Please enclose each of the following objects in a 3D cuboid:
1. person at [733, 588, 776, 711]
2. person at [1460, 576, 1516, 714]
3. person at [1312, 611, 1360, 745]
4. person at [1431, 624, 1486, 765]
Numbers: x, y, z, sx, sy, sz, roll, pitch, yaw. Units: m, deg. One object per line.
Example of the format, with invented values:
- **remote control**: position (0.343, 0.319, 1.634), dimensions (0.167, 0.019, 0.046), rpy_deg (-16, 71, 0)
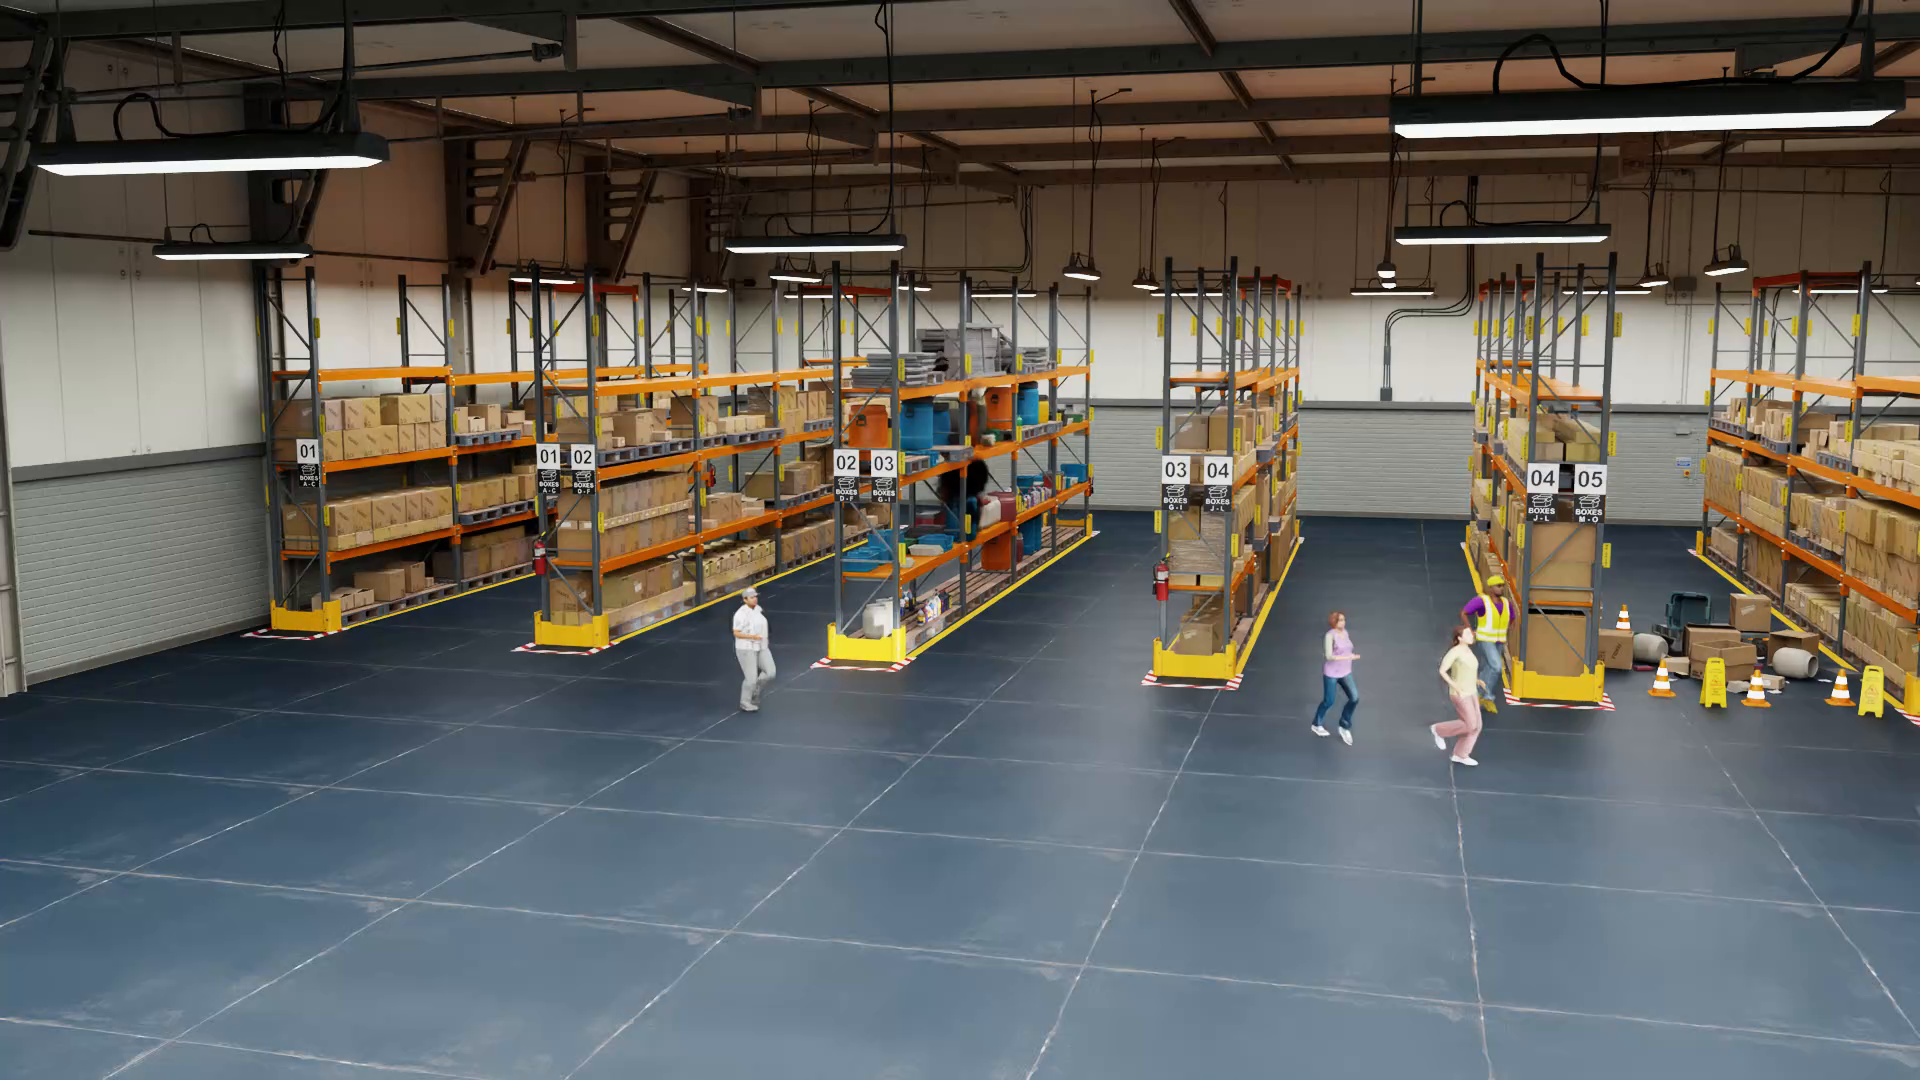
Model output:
- **person**: position (-2.669, 1.434, 21.781), dimensions (0.550, 1.623, 0.594), rpy_deg (6, 10, 41)
- **person**: position (7.030, 1.357, 21.956), dimensions (0.686, 1.785, 0.652), rpy_deg (-3, 8, -23)
- **person**: position (4.577, 1.663, 20.158), dimensions (0.507, 1.634, 0.693), rpy_deg (-5, 9, -33)
- **person**: position (5.772, 1.773, 19.234), dimensions (0.581, 1.627, 0.565), rpy_deg (-7, 10, -44)
